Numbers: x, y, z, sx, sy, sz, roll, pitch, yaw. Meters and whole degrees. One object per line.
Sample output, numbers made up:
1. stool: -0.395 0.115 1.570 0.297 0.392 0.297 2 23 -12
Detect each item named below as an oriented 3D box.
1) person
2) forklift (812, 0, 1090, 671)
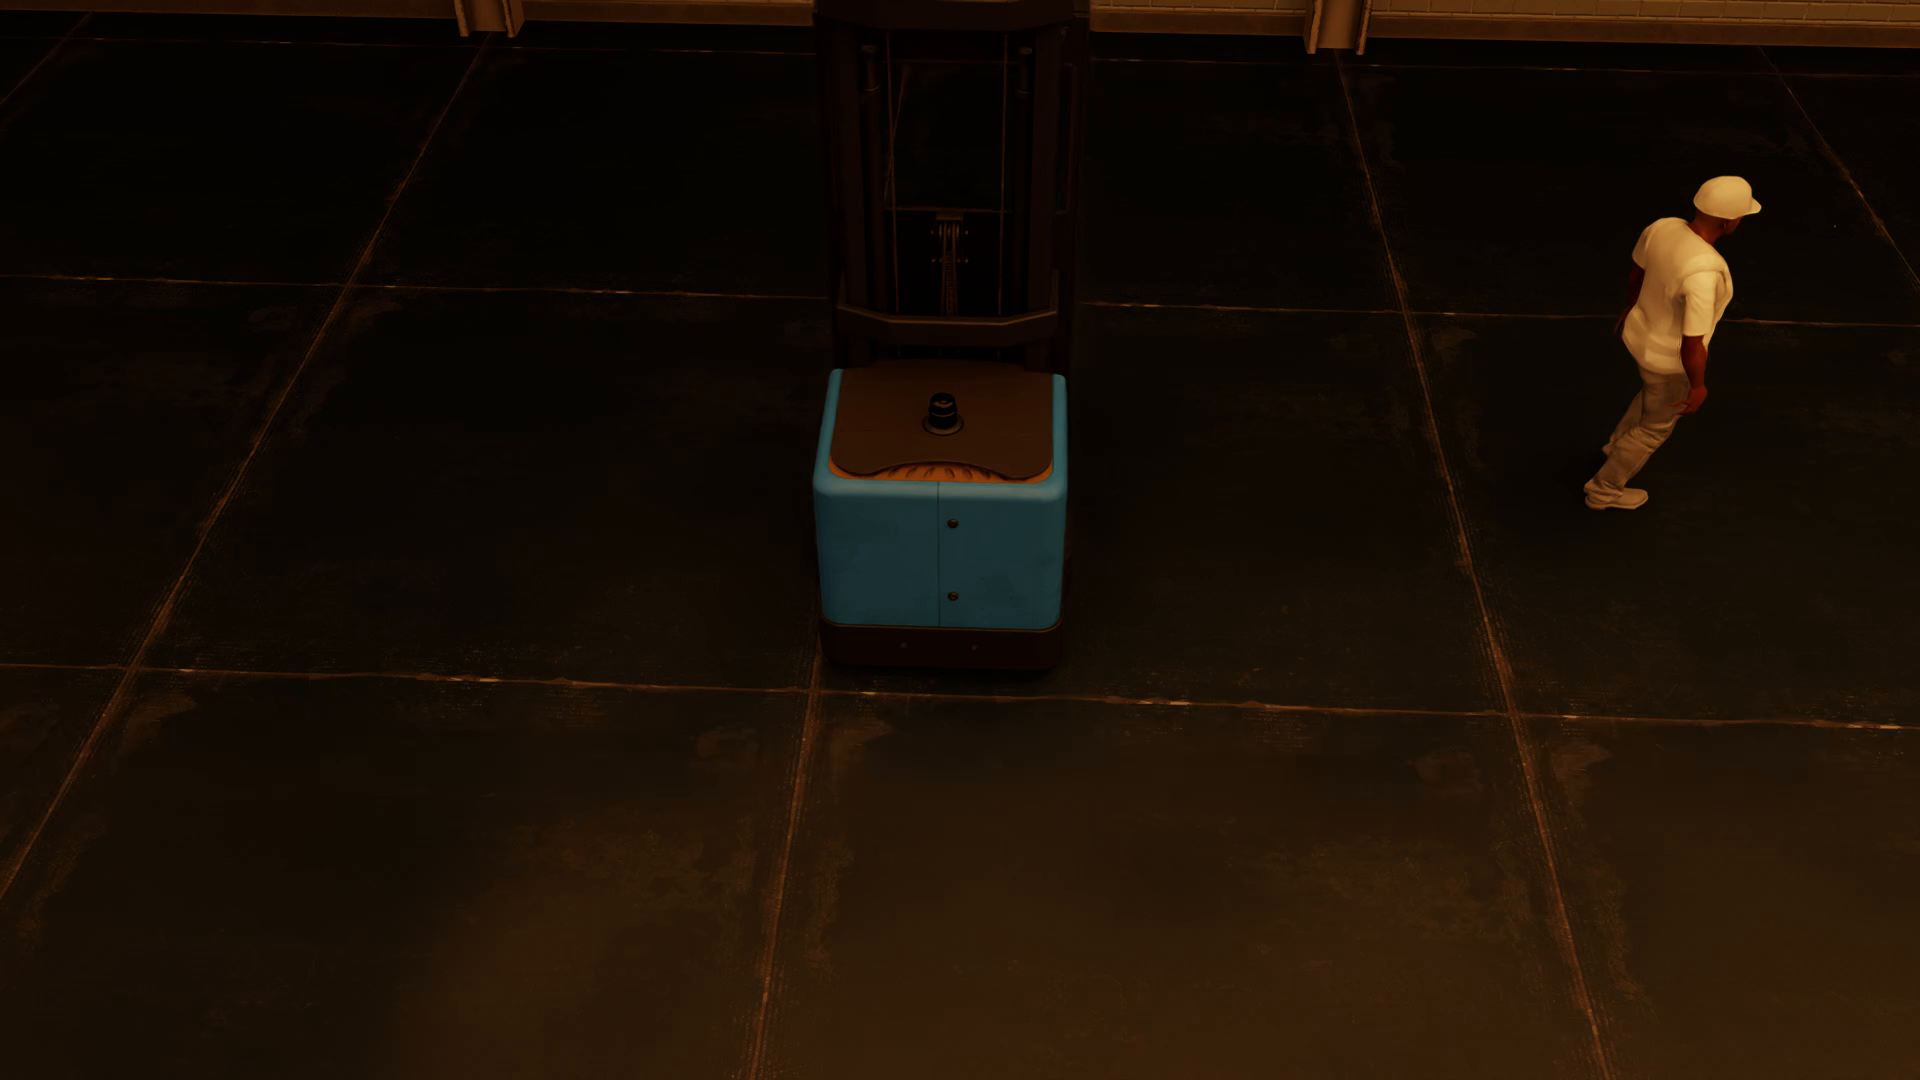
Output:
1. person: 3.265 -0.870 7.607 0.496 1.786 0.677 -4 43 -4
2. forklift: -0.023 -1.495 7.380 1.130 2.935 3.031 2 42 2
